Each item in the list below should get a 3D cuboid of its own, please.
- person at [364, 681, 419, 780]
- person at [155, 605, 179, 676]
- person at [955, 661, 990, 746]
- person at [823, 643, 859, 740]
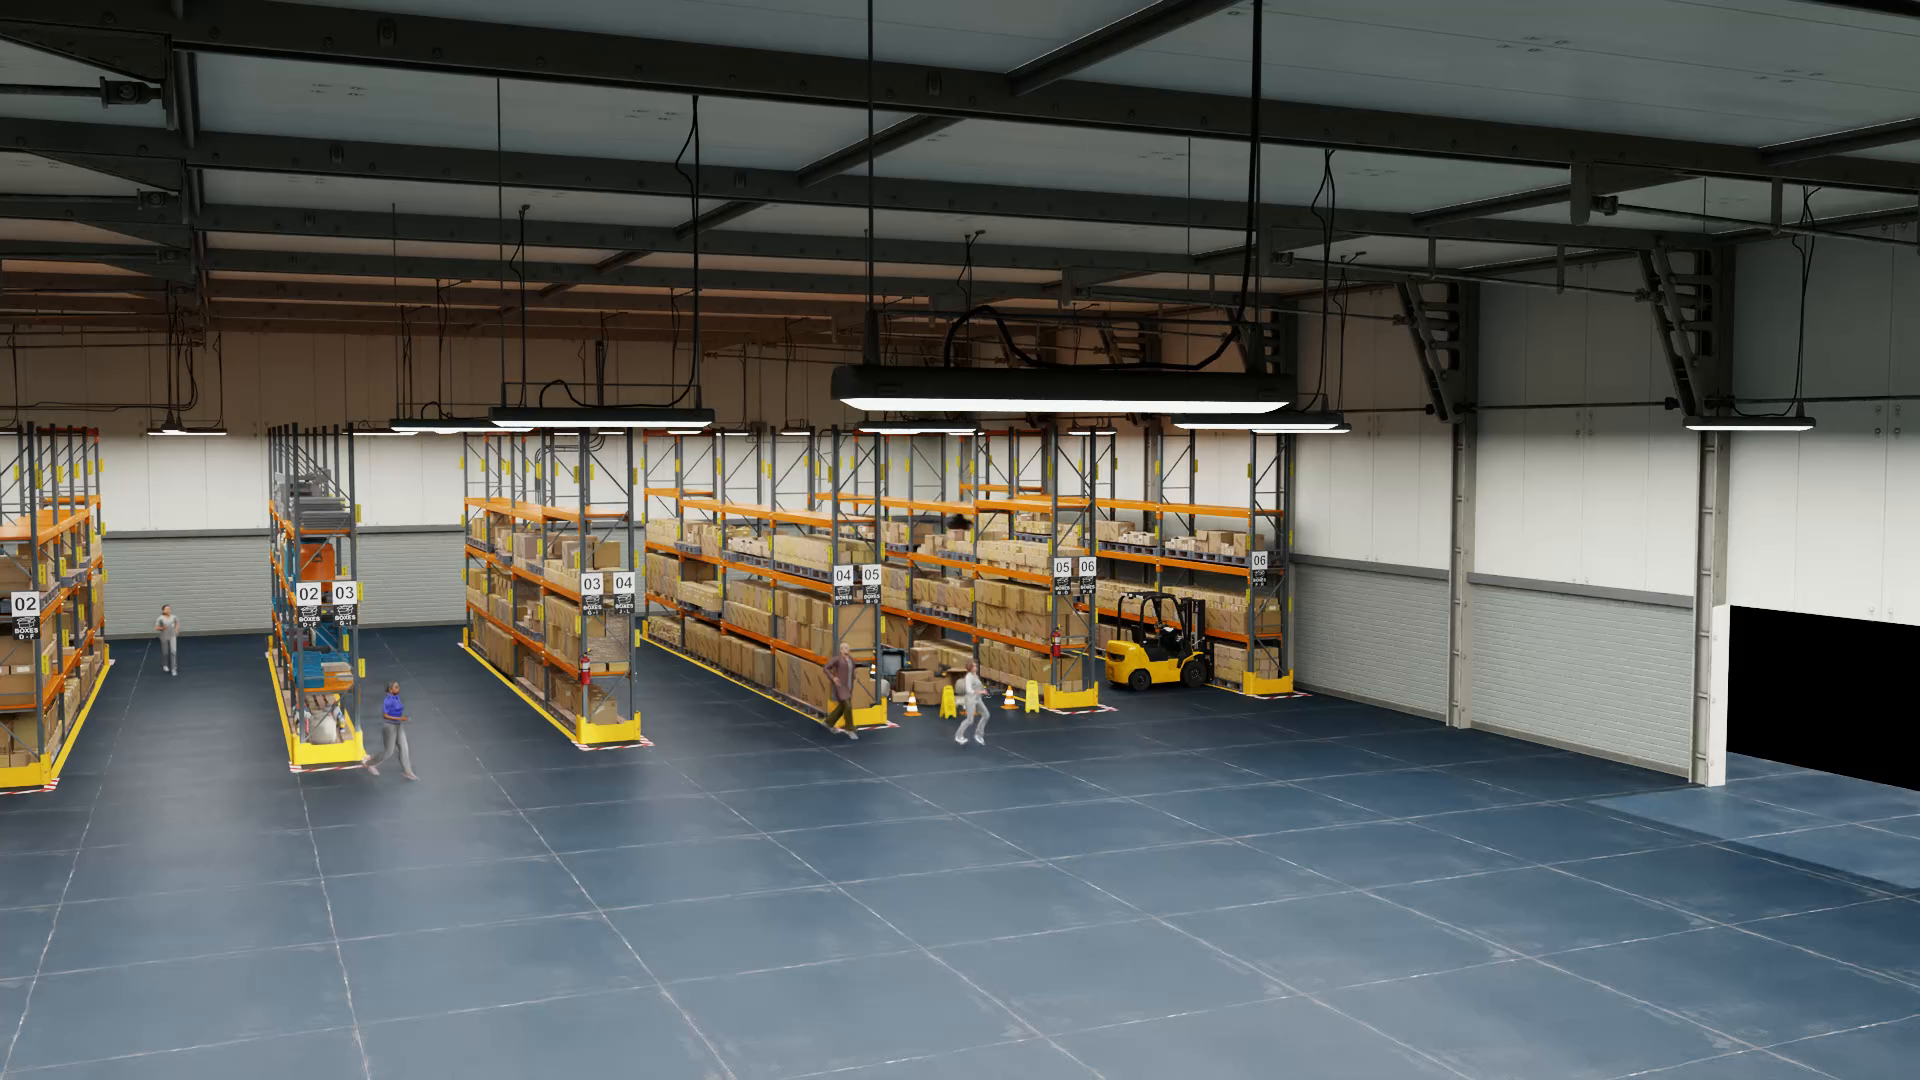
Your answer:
[{"bbox_3d":[-9.529,3.204,27.840,0.905,1.671,0.571,0,3,5],"label":"person"},{"bbox_3d":[-19.190,2.405,40.280,0.563,1.687,0.910,-2,4,-35],"label":"person"},{"bbox_3d":[0.243,3.045,31.042,0.685,1.609,0.546,2,4,25],"label":"person"},{"bbox_3d":[-2.232,2.889,31.947,0.889,1.848,0.737,2,4,34],"label":"person"}]
